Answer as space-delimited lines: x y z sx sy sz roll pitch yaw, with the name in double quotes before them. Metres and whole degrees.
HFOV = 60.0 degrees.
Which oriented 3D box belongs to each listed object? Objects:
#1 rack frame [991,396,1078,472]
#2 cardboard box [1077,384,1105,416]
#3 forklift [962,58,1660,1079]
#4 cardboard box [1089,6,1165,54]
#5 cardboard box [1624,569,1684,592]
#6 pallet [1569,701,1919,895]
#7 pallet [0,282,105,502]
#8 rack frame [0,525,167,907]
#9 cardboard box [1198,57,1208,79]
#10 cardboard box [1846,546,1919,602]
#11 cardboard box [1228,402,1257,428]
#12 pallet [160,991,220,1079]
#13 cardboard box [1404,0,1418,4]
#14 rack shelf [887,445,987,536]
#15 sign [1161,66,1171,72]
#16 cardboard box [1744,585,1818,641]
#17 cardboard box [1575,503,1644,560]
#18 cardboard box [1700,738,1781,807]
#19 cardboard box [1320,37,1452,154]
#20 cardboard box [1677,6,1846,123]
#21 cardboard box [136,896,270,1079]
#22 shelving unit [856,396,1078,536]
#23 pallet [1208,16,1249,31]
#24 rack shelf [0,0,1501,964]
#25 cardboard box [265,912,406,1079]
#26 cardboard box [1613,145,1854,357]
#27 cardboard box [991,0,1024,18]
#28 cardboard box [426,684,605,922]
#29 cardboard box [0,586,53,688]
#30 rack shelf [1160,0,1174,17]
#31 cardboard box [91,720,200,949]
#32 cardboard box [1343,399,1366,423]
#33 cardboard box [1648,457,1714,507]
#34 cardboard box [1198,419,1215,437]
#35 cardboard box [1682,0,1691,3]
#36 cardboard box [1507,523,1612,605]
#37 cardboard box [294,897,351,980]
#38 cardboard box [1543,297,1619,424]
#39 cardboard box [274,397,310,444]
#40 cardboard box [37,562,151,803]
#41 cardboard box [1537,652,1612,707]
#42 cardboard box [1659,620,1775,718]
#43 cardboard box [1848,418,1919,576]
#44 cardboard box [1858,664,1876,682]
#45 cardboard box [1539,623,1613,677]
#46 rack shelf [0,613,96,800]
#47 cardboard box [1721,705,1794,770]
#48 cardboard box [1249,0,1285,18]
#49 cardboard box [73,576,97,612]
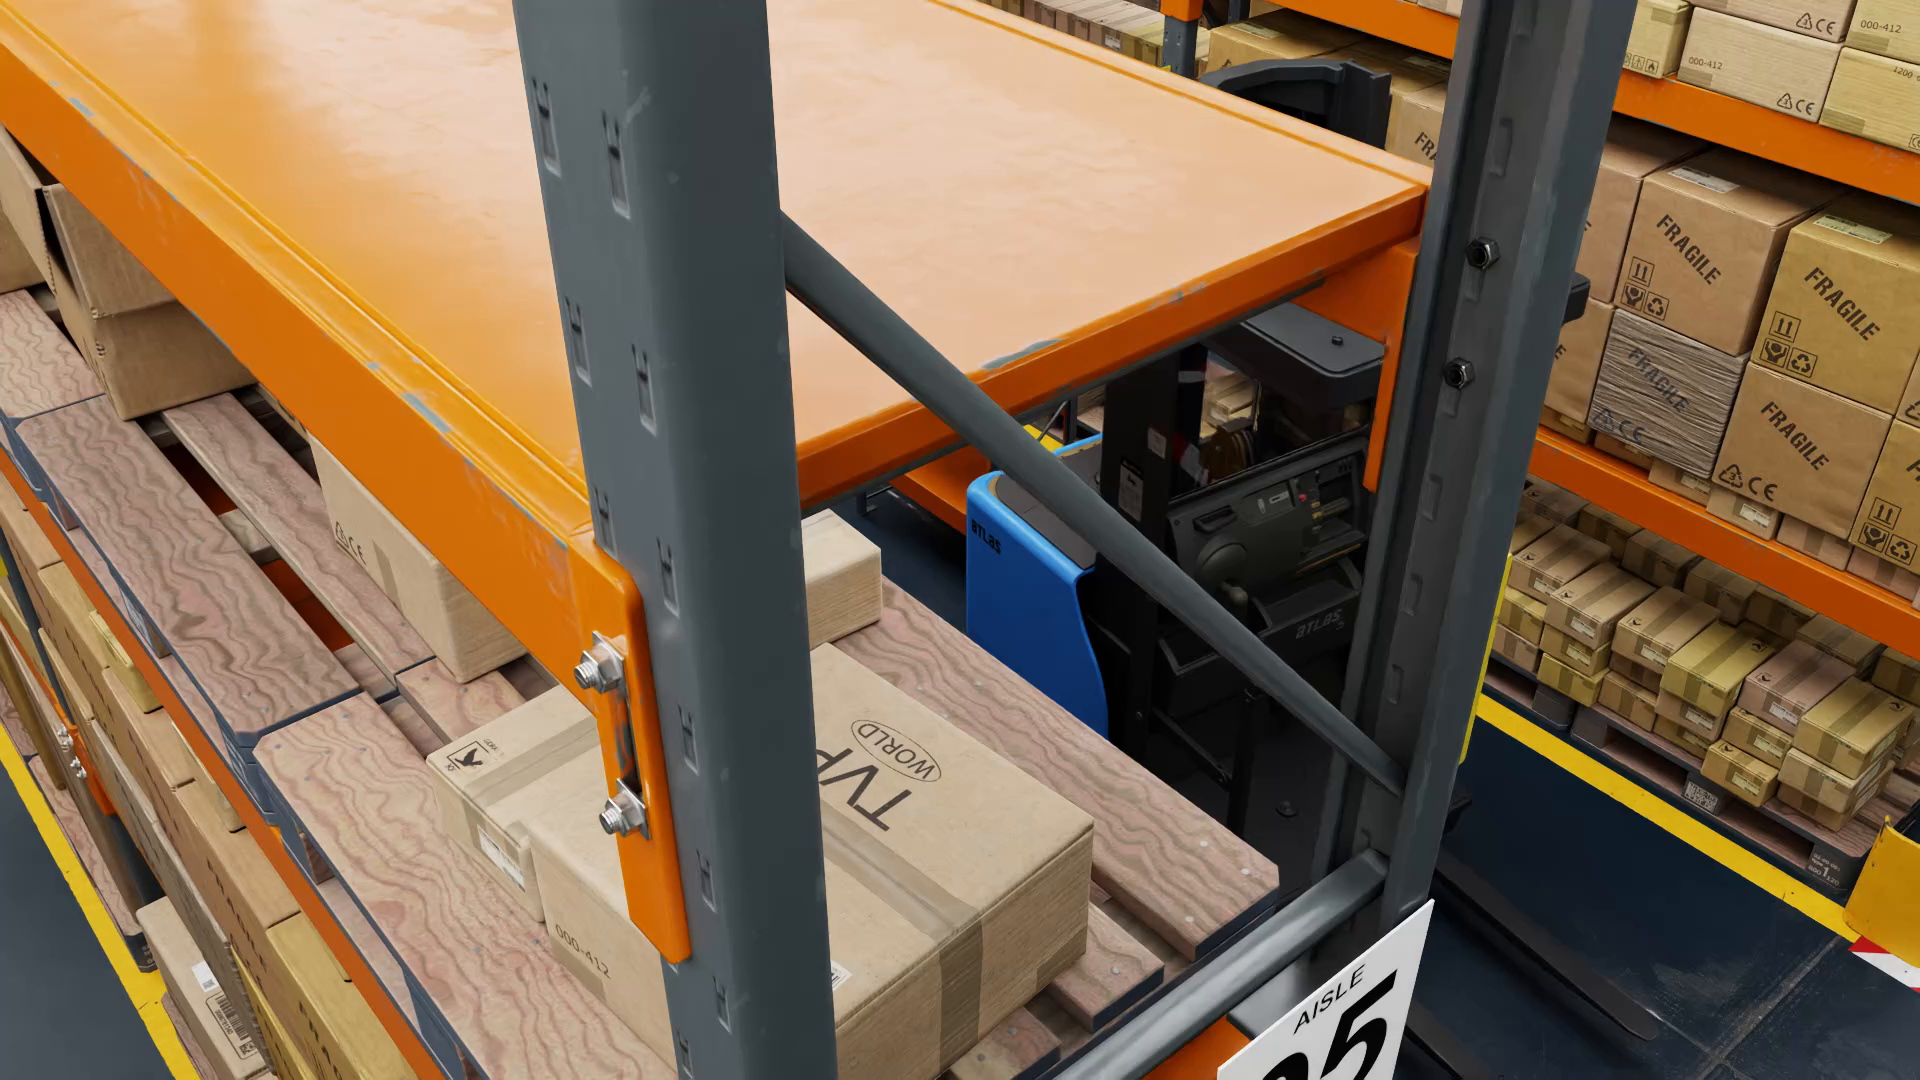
"rack frame" 0.332 -0.232 7.604 0.500 1.125 0.032 -26 43 -32
"cardboard box" 0.640 -1.058 8.947 0.500 0.500 0.500 -27 43 -33
"forklift" 1.232 0.002 5.711 1.130 2.935 3.031 -21 40 -26
"cardboard box" 0.900 -2.677 8.773 0.380 0.149 0.250 -27 43 -32
"cardboard box" 3.064 0.184 7.241 0.380 0.149 0.250 -28 44 -34
"pallet" 3.346 0.825 6.902 1.003 0.211 1.213 -26 43 -32
"pallet" -1.886 -0.605 3.991 1.003 0.211 1.213 -26 43 -32
"rack frame" -2.406 0.217 5.348 1.000 3.000 0.127 -26 43 -32
"cardboard box" 1.408 -2.331 8.285 0.380 0.149 0.250 -24 42 -30
"cardboard box" 3.334 0.033 5.826 0.380 0.149 0.250 -26 43 -32
"cardboard box" 1.507 -0.551 8.021 0.380 0.149 0.250 -24 42 -30
"pallet" -1.975 1.720 5.638 1.003 0.211 1.213 -26 43 -32
"cardboard box" 1.738 -2.316 6.459 0.500 0.250 0.500 -27 43 -32
"rack shelf" 0.004 -0.257 8.062 0.538 0.278 1.000 -26 43 -32
"sign" 0.889 -1.937 7.388 0.100 0.325 0.005 -26 43 -32
"cardboard box" 3.479 0.248 6.893 0.380 0.149 0.250 -26 43 -32
"cardboard box" 2.949 -0.090 7.370 0.380 0.149 0.250 -25 42 -31
"cardboard box" 3.150 0.854 6.552 0.380 0.149 0.250 -25 42 -30
"cardboard box" 1.762 -1.730 6.889 0.500 0.500 0.500 -27 44 -33
"cardboard box" 2.752 -1.619 5.475 0.500 0.250 0.500 -24 42 -30
"cardboard box" -2.082 1.409 5.519 0.875 0.438 0.875 -27 43 -32
"shelving unit" 0.004 -0.456 7.921 0.538 1.125 1.048 -26 43 -32
"pallet" 2.080 -4.452 14.354 1.003 0.211 1.213 -26 43 -32
"rack shelf" -1.115 -0.891 2.691 1.077 0.370 4.000 -26 43 -32
"cardboard box" -0.994 0.971 3.332 0.500 0.500 0.500 -26 43 -32
"cardboard box" 2.737 -1.037 5.910 0.500 0.500 0.500 -24 42 -30
"cardboard box" 0.396 -3.019 9.256 0.380 0.149 0.250 -25 42 -30
"cardboard box" -0.515 0.329 2.362 0.380 0.149 0.250 -30 45 -35
"cardboard box" -2.888 0.175 5.538 0.500 0.250 0.500 -27 43 -33
"rack shelf" 0.020 -3.487 8.605 1.077 0.370 4.000 -26 43 -32
"cardboard box" -1.981 0.705 4.573 0.500 0.500 0.500 -26 43 -32
"cardboard box" 2.100 -0.659 8.174 0.380 0.149 0.250 -26 43 -32
"cardboard box" 2.830 -0.304 6.301 0.380 0.149 0.250 -28 44 -34
"cardboard box" 1.300 -0.523 8.240 0.380 0.149 0.250 -24 42 -30
"cardboard box" 2.424 -2.062 5.669 0.500 0.250 0.500 -28 44 -34
"cardboard box" 2.554 0.110 7.088 0.380 0.149 0.250 -28 44 -33
"cardboard box" -1.074 0.643 3.234 0.380 0.149 0.250 -25 42 -31
"cardboard box" 2.428 -0.846 6.505 0.500 0.500 0.500 -24 42 -30
"cardboard box" -1.011 -0.440 3.144 0.500 0.500 0.500 -25 42 -31
"cardboard box" -1.962 0.294 4.287 0.500 0.500 0.500 -27 43 -32
"cardboard box" 2.663 0.512 7.035 0.380 0.149 0.250 -28 44 -34
"cardboard box" 2.974 0.503 6.533 0.380 0.149 0.250 -27 43 -33
"cardboard box" 3.405 -0.172 5.554 0.500 0.500 0.500 -25 42 -31
"cardboard box" 3.616 0.494 6.803 0.380 0.149 0.250 -26 43 -32
"cardboard box" 2.652 0.384 6.958 0.380 0.149 0.250 -25 42 -31
"rack shelf" -3.696 -0.372 6.803 1.077 0.370 4.000 -26 43 -32
"cardboard box" 3.206 0.701 6.511 0.380 0.149 0.250 -27 43 -33
"cardboard box" 3.013 -4.237 13.112 1.225 0.875 0.875 -28 44 -34
"cardboard box" -1.912 0.077 4.033 0.380 0.149 0.250 -26 43 -32
